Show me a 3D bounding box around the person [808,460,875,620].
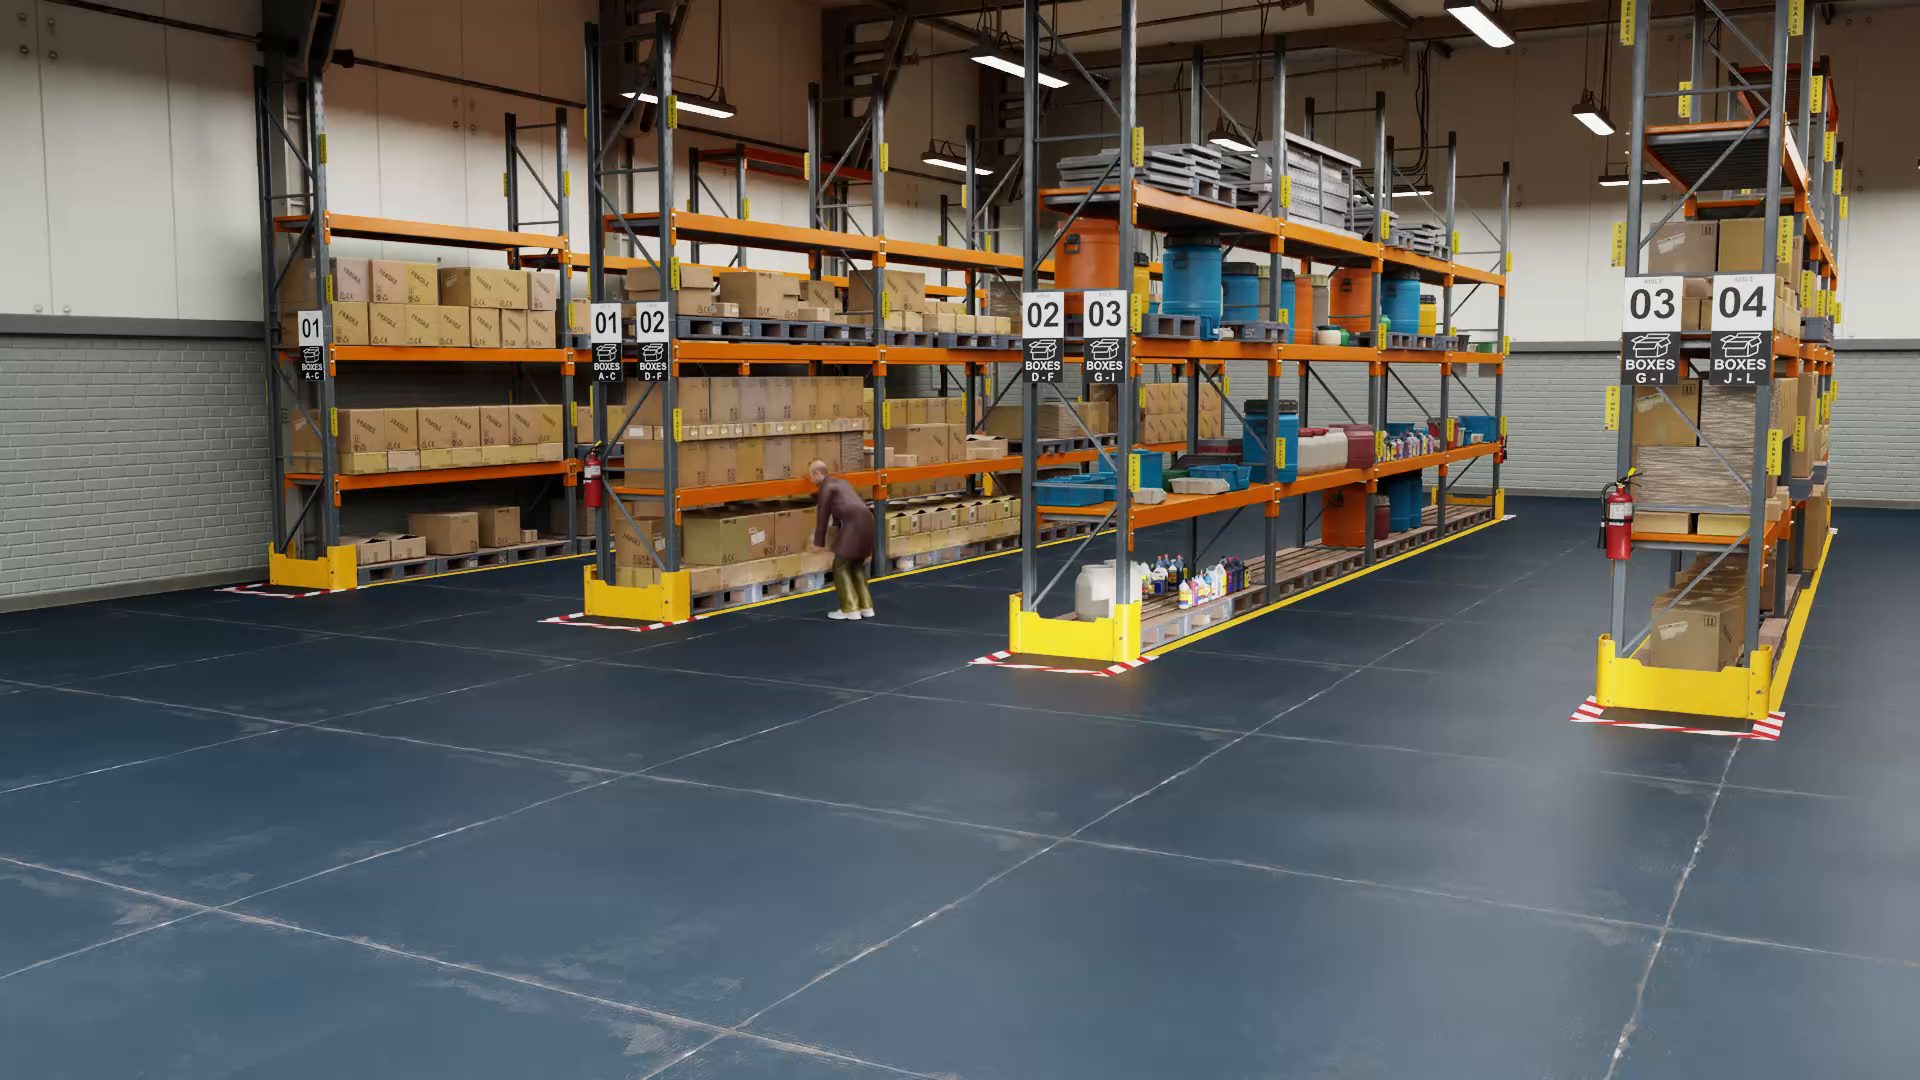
[{"bbox_3d":[-1.217,-0.005,17.013,0.716,1.601,0.550,3,7,27],"label":"person"}]
